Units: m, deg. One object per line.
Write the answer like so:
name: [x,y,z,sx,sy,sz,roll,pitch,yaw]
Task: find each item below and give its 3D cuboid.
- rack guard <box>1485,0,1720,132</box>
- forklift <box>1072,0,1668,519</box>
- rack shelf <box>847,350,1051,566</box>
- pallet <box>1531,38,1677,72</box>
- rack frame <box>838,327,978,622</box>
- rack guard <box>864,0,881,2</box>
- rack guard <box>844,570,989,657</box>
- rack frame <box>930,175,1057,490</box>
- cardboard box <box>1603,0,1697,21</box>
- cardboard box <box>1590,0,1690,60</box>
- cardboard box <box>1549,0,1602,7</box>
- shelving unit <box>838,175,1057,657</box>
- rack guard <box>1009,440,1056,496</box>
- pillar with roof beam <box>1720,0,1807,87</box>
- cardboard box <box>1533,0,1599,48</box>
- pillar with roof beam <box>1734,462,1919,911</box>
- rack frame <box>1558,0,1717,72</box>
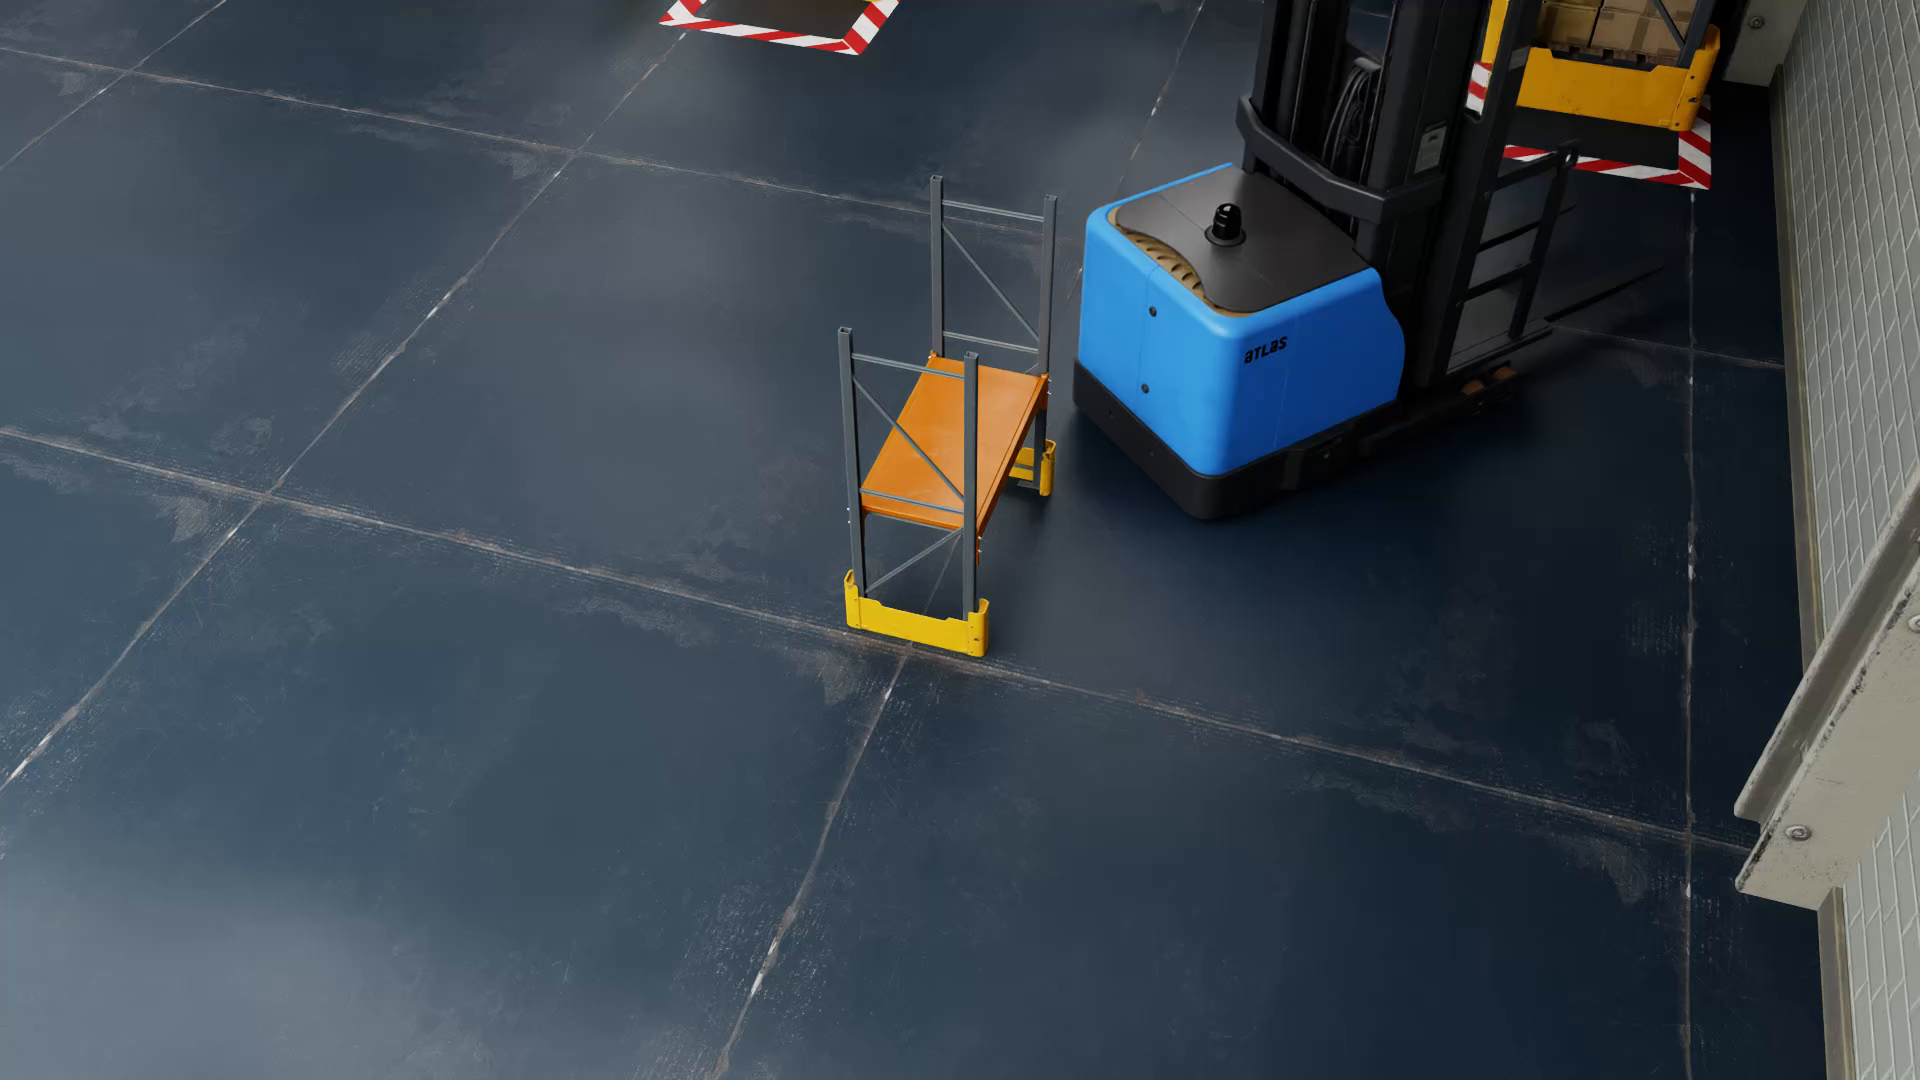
rack guard: [3.691,-2.748,9.600,1.175,0.500,0.348,13,46,13]
forklift: [2.048,-1.919,7.015,3.031,2.935,1.130,-23,49,-22]
rack shelf: [-0.026,-0.351,6.692,0.538,0.185,1.000,13,46,13]
pallet: [3.890,-3.180,10.247,1.003,0.211,1.213,13,46,13]
rack frame: [-0.180,-0.140,6.220,0.500,1.500,0.032,13,46,13]
rack guard: [-1.010,-3.864,10.740,1.175,0.500,0.348,13,46,13]
rack guard: [-0.174,0.293,6.670,0.587,0.250,0.087,13,46,13]
rack frame: [0.128,-0.818,6.913,0.500,1.500,0.032,13,46,13]
cardboard box: [4.039,-3.273,9.658,0.500,0.250,0.500,13,46,13]
cardboard box: [4.034,-3.111,9.849,0.500,0.250,0.500,13,46,13]
cardboard box: [3.548,-3.394,9.781,0.500,0.250,0.500,12,46,12]
shelving unit: [-0.023,-0.485,6.573,0.587,1.500,1.083,13,46,13]
rack guard: [0.128,-0.370,7.349,0.587,0.250,0.087,13,46,13]
pillar with roof beam: [0.665,-6.987,7.855,9.100,9.000,0.400,13,46,13]
cardboard box: [3.540,-3.205,9.946,0.500,0.250,0.500,13,46,13]
pillar with roof beam: [-1.152,-2.988,3.768,9.100,9.000,0.400,13,46,13]
rack frame: [3.698,-3.658,8.742,1.000,3.000,0.127,13,46,13]
